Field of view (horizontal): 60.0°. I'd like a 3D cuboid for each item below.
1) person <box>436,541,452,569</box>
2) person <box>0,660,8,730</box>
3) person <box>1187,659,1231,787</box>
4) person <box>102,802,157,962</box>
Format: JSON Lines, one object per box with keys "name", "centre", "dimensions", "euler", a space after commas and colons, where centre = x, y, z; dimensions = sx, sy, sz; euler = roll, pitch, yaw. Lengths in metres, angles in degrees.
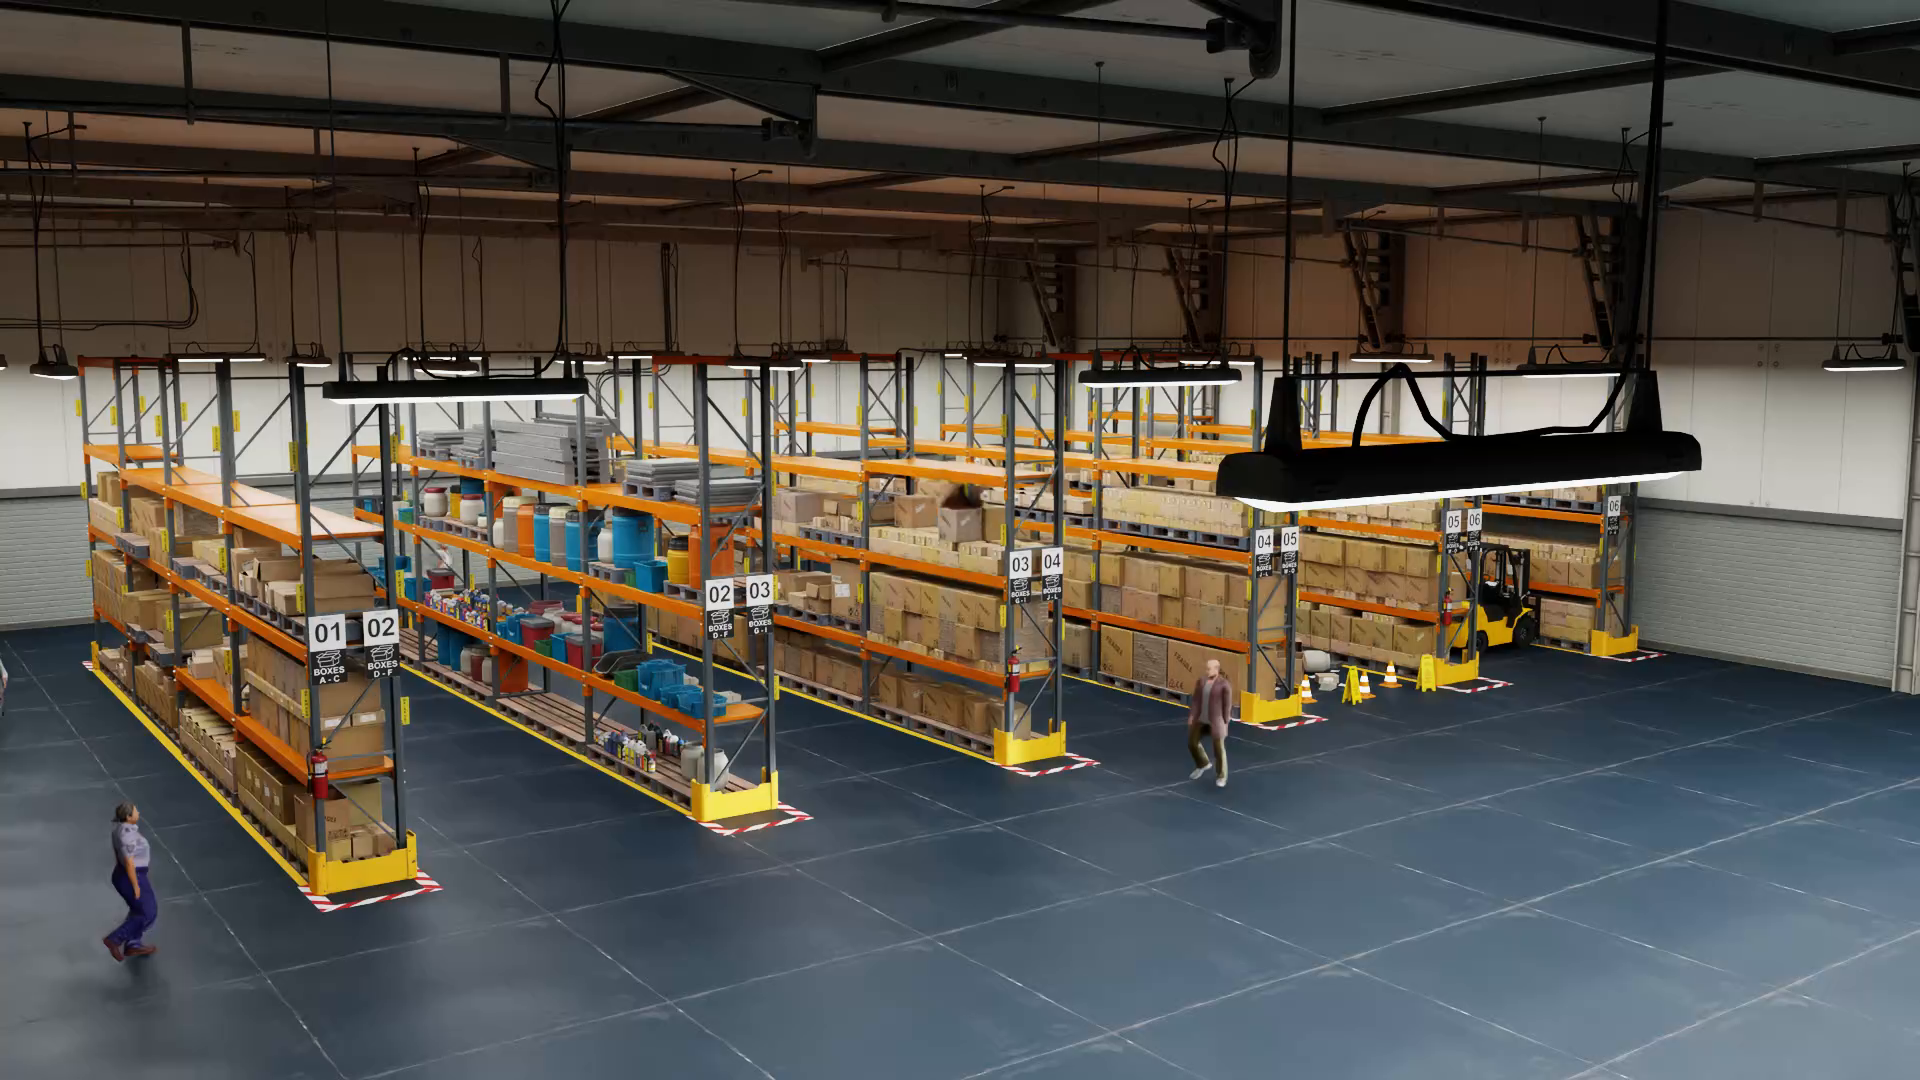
{"name": "person", "centre": [-11.807, 0.823, 38.034], "dimensions": [0.534, 1.778, 0.584], "euler": [-4, 8, -30]}
{"name": "person", "centre": [-15.243, 2.412, 26.090], "dimensions": [0.555, 1.590, 0.648], "euler": [-4, 8, -31]}
{"name": "person", "centre": [3.546, 2.575, 23.641], "dimensions": [0.624, 1.794, 0.508], "euler": [5, 8, 35]}
{"name": "person", "centre": [-8.473, 3.461, 16.885], "dimensions": [0.512, 1.630, 0.498], "euler": [-5, 8, -35]}
